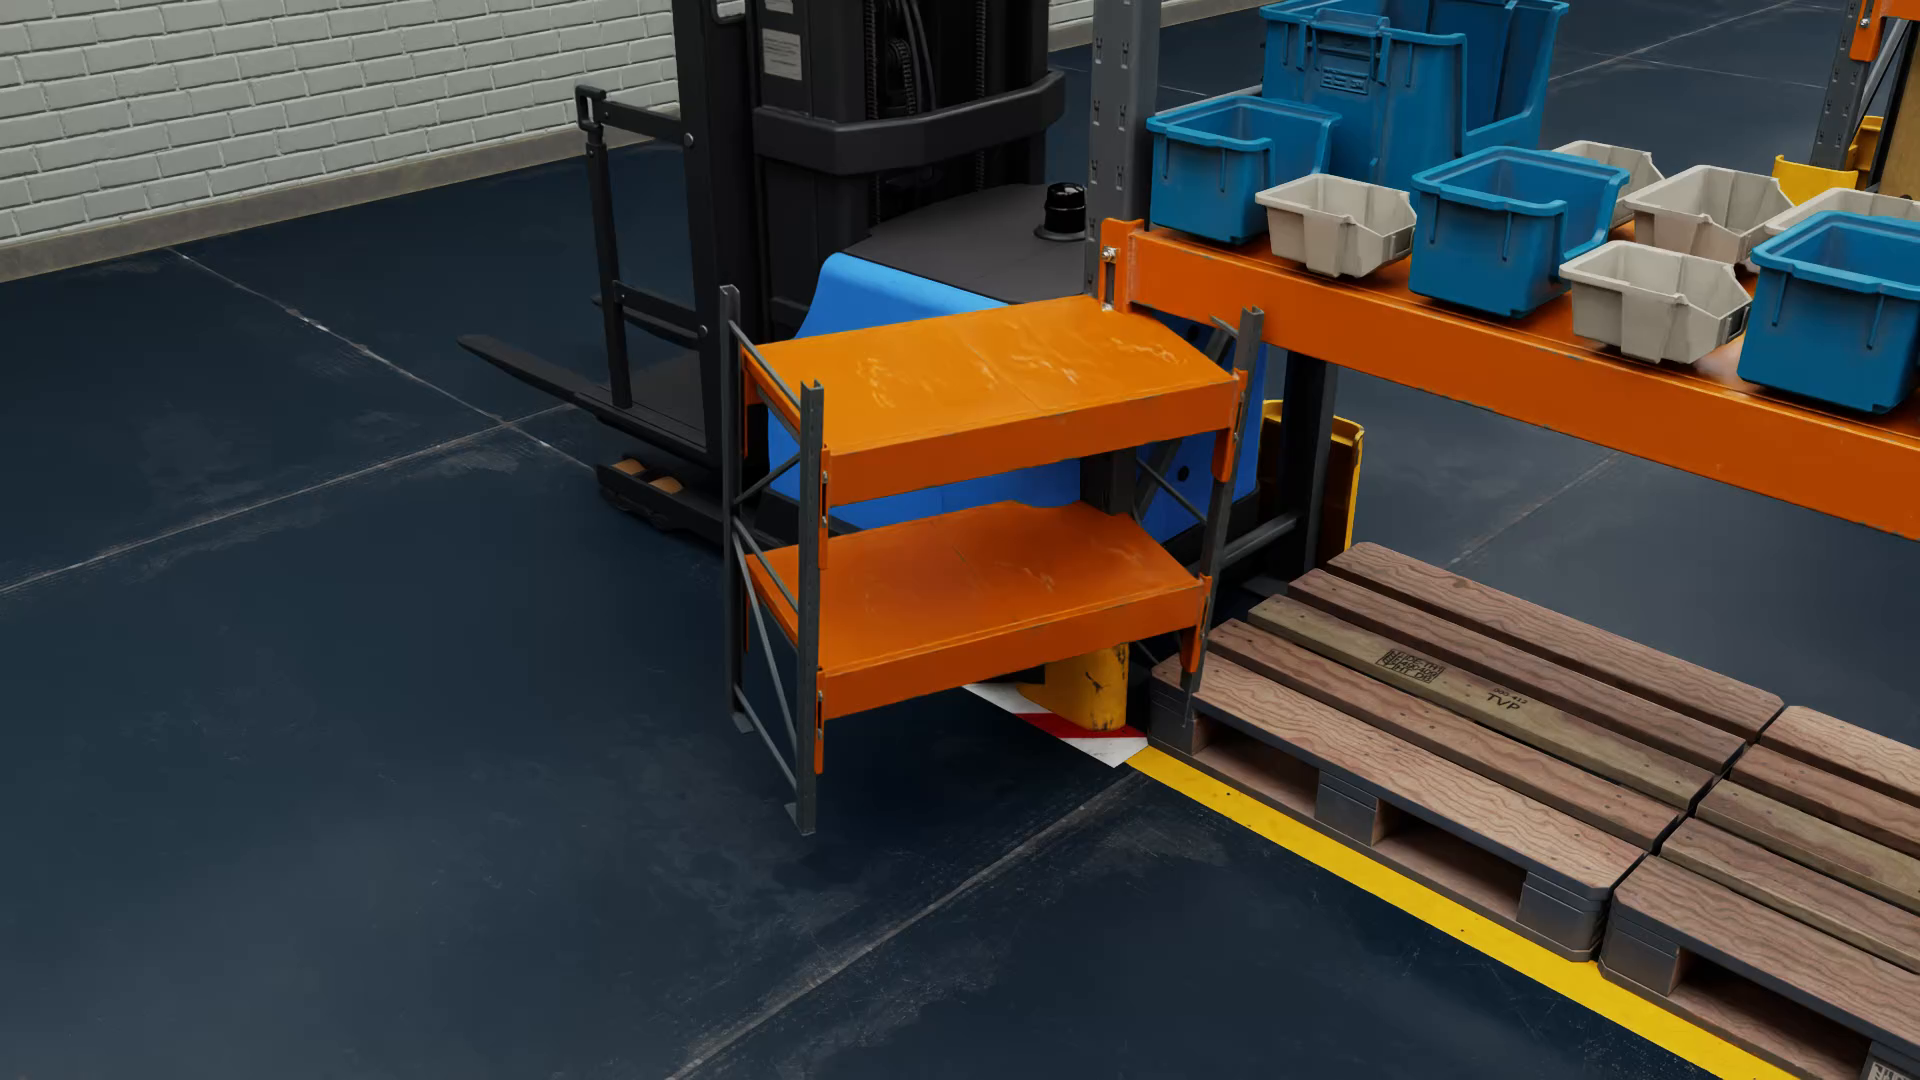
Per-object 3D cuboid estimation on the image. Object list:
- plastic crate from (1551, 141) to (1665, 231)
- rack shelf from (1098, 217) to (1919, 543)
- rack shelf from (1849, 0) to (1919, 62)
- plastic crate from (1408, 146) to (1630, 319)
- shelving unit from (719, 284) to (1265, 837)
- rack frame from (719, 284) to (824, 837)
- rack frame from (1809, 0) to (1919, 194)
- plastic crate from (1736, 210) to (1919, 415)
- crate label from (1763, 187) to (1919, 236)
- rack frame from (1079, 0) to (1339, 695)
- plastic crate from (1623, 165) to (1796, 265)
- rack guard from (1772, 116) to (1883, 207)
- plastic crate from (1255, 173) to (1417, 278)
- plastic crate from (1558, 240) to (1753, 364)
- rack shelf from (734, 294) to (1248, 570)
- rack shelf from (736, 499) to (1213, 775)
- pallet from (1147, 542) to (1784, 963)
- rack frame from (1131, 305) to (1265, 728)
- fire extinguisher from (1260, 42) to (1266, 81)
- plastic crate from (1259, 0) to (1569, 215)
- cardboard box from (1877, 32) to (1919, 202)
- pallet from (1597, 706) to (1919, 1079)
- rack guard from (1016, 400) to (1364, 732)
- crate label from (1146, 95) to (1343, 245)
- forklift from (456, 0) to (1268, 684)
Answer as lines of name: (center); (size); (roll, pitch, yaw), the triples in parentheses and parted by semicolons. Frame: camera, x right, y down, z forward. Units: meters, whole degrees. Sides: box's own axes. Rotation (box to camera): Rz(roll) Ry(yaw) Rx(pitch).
plastic crate: (1.392, -0.768, 3.706); (0.243, 0.136, 0.396); (25, 36, 38)
rack shelf: (2.110, -0.093, 2.977); (4.000, 0.370, 1.077); (25, 36, 38)
rack shelf: (5.582, -1.737, 6.103); (4.000, 0.370, 1.077); (25, 36, 38)
plastic crate: (1.098, -0.612, 3.306); (0.300, 0.233, 0.416); (25, 36, 38)
shelving unit: (0.038, -0.035, 3.820); (1.048, 1.125, 0.538); (-12, 36, -24)
rack frame: (-0.415, 0.064, 3.613); (0.032, 1.125, 0.500); (-12, 36, -24)
rack frame: (4.156, -2.708, 7.176); (0.127, 3.000, 1.000); (25, 36, 38)
plastic crate: (1.568, -0.397, 2.897); (0.300, 0.233, 0.416); (25, 36, 38)
crate label: (1.804, -0.586, 3.360); (0.243, 0.136, 0.396); (25, 36, 38)
rack frame: (0.683, -1.064, 4.050); (0.127, 3.000, 1.000); (25, 36, 38)
plastic crate: (1.588, -0.668, 3.517); (0.243, 0.136, 0.396); (25, 36, 38)
rack guard: (4.139, -1.609, 7.773); (0.348, 0.500, 1.175); (25, 36, 38)
plastic crate: (0.799, -0.652, 3.485); (0.298, 0.136, 0.250); (25, 36, 38)
plastic crate: (1.283, -0.430, 3.065); (0.298, 0.136, 0.250); (25, 36, 38)
rack shelf: (0.056, -0.281, 3.664); (1.000, 0.278, 0.538); (-12, 36, -24)
rack shelf: (0.023, 0.171, 3.951); (1.000, 0.278, 0.538); (-12, 36, -24)
pallet: (1.244, 0.452, 4.163); (1.213, 0.211, 1.003); (25, 36, 38)
rack frame: (0.492, -0.134, 4.028); (0.032, 1.125, 0.500); (-12, 36, -24)
fire extinguisher: (0.894, -1.065, 4.536); (0.183, 0.674, 0.296); (25, 36, 38)
plastic crate: (1.053, -1.059, 3.938); (0.499, 0.435, 0.616); (25, 36, 38)
cardboard box: (4.668, -1.771, 7.226); (0.875, 0.875, 0.875); (25, 36, 38)
pallet: (2.110, 0.850, 3.406); (1.213, 0.211, 1.003); (25, 36, 38)
rack guard: (0.657, 0.039, 4.639); (0.348, 0.500, 1.175); (25, 36, 38)
crate label: (0.629, -0.827, 3.714); (0.303, 0.233, 0.416); (25, 36, 38)
forklift: (-0.542, -1.489, 4.933); (3.031, 2.935, 1.130); (23, 36, 37)
